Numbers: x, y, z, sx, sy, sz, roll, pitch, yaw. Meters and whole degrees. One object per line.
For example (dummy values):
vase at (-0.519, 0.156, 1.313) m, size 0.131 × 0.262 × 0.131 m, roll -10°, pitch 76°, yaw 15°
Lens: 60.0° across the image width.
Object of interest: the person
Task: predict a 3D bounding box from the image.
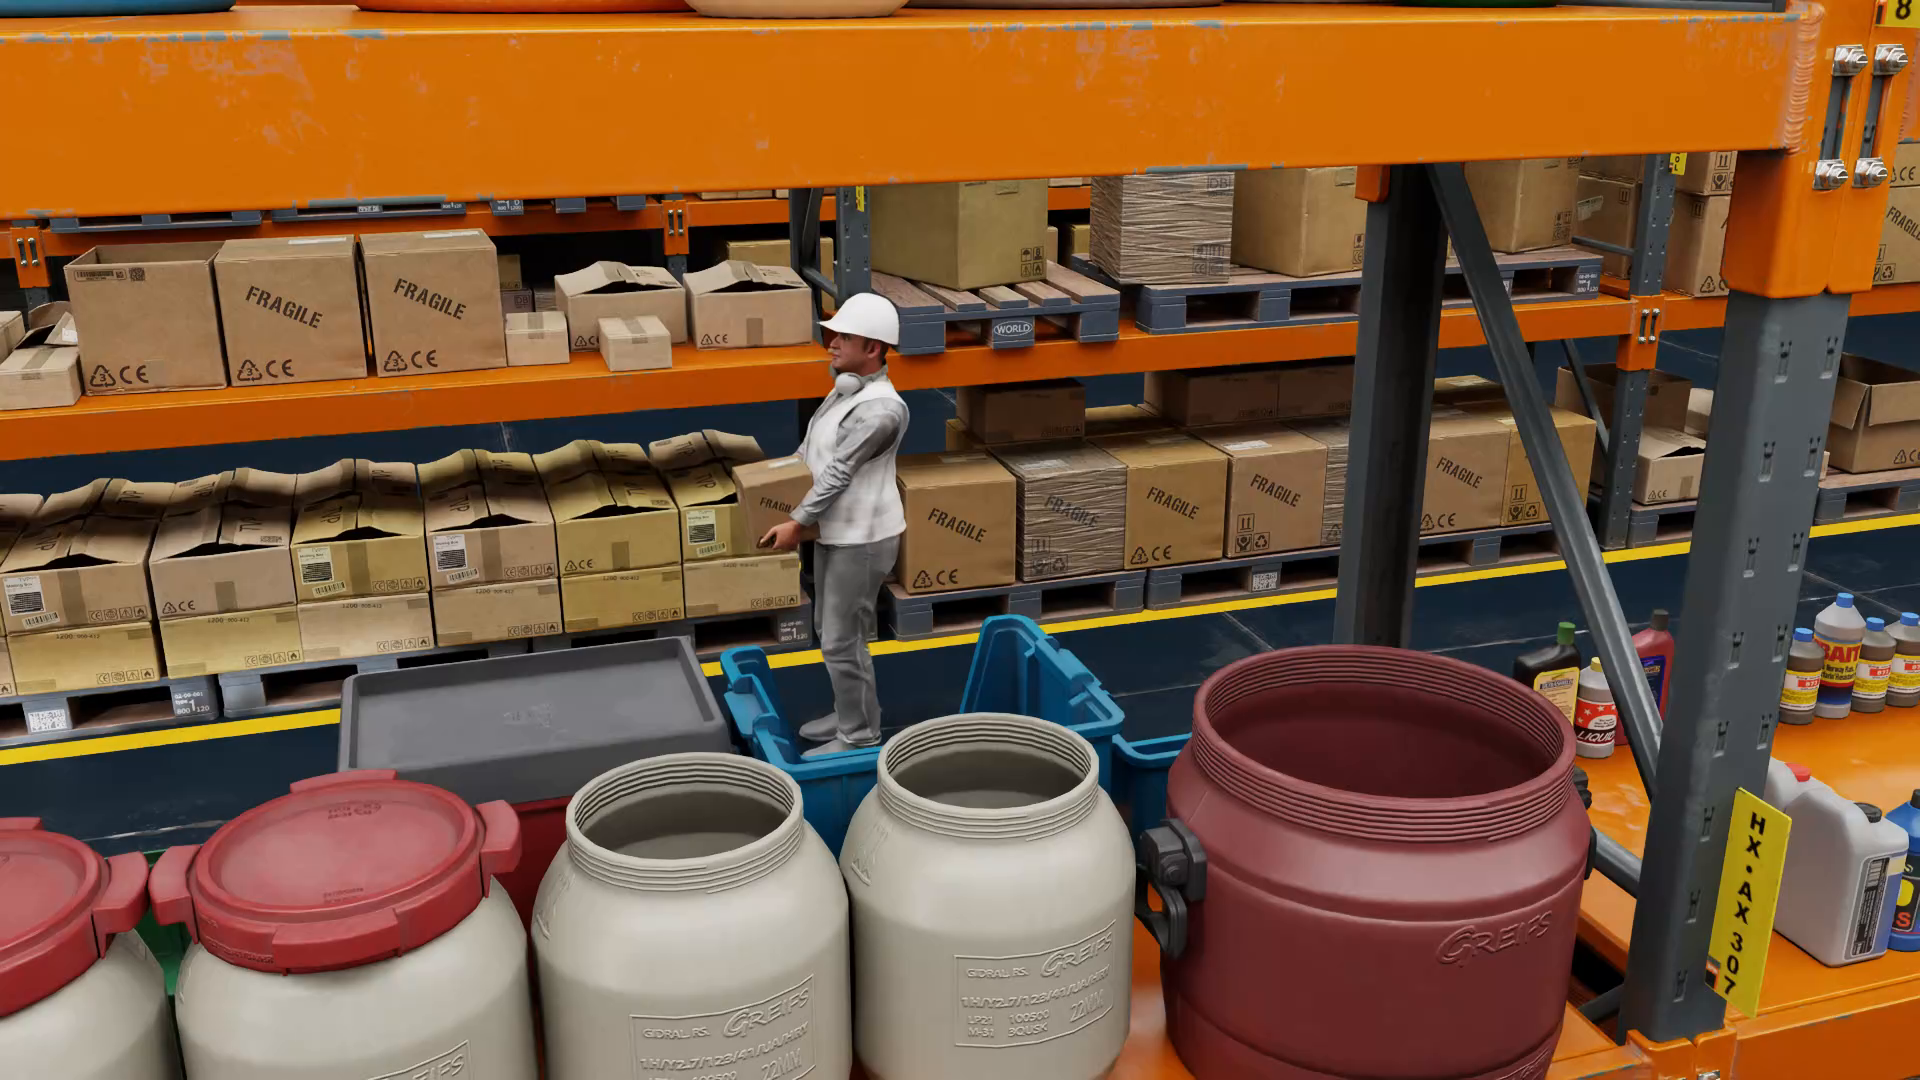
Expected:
person at (-0.477, -0.018, 6.091) m, size 0.550 × 1.762 × 0.494 m, roll -6°, pitch 20°, yaw -16°
